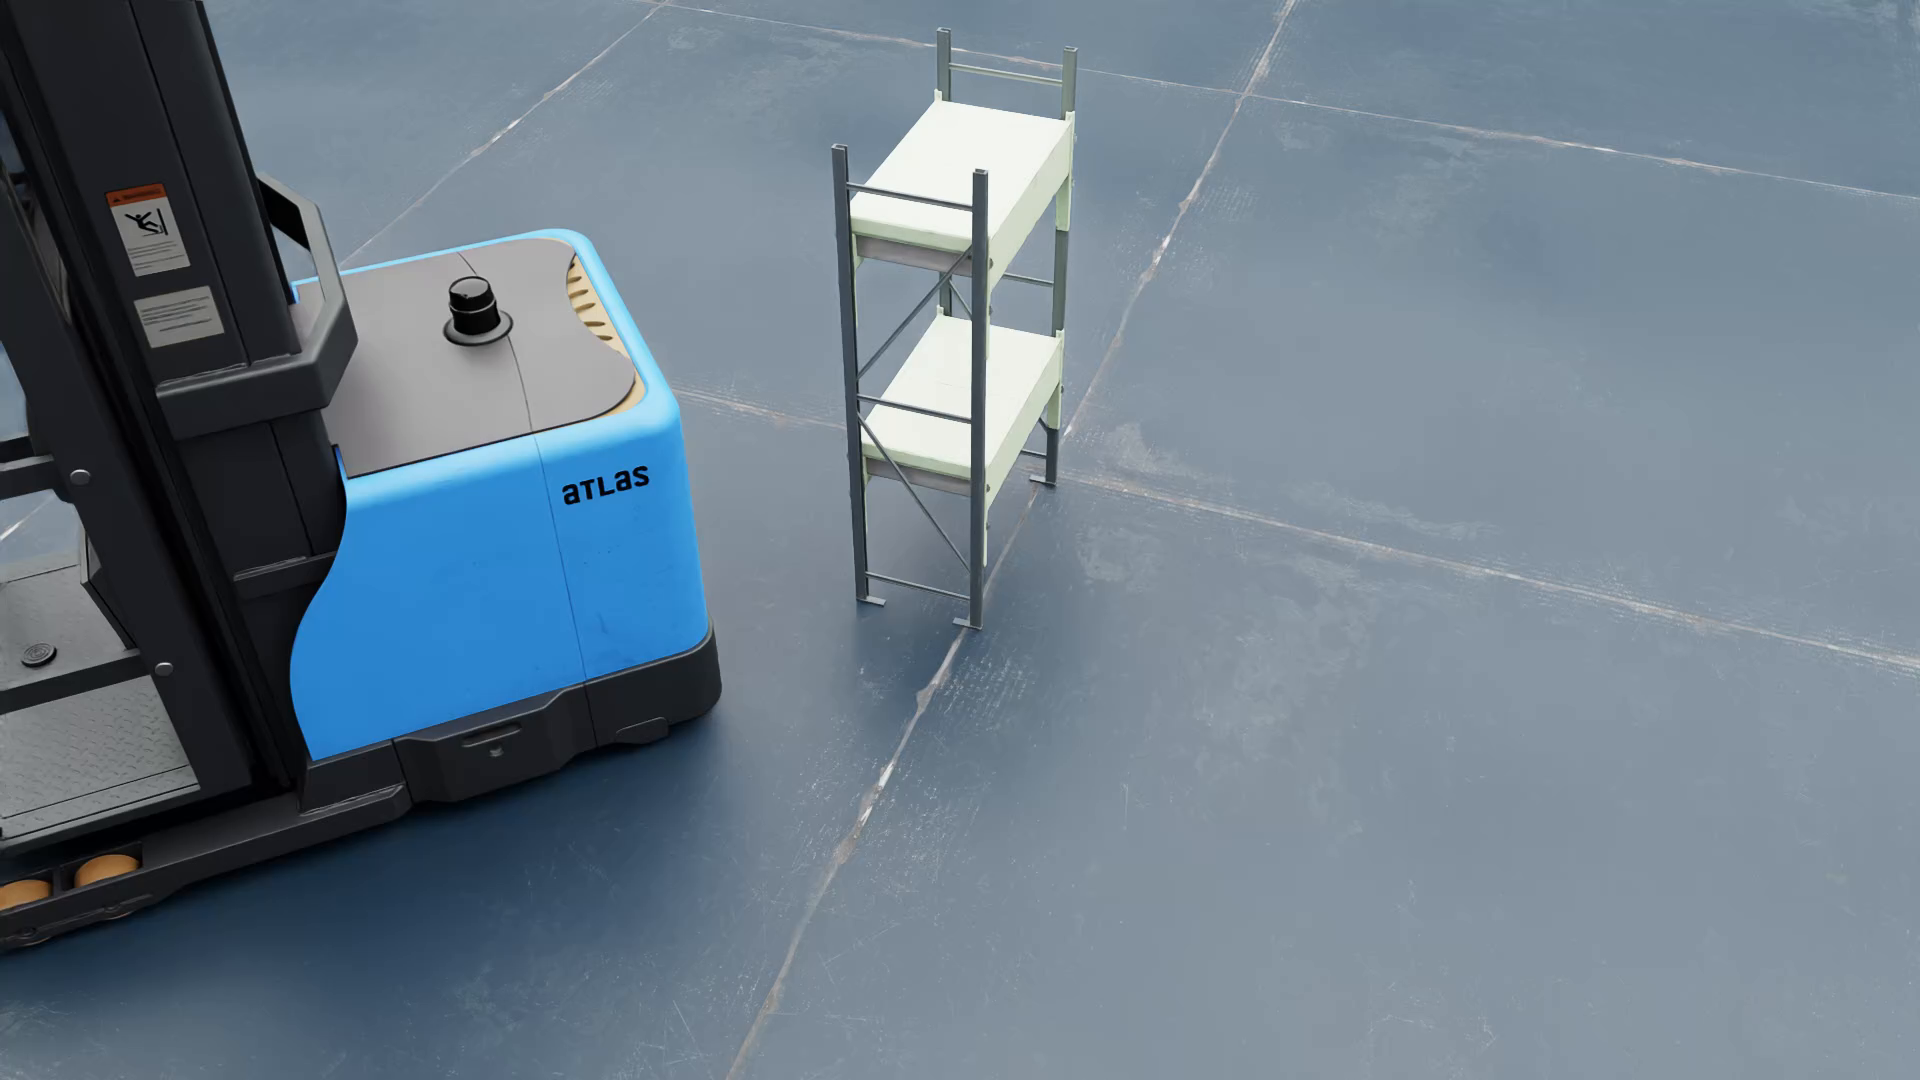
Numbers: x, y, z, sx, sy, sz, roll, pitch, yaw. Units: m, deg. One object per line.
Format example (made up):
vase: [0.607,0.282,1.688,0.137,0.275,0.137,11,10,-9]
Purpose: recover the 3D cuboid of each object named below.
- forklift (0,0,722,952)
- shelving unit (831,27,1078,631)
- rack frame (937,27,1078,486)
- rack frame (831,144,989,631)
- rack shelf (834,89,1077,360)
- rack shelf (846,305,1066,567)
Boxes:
forklift: [-2.228,-0.512,3.592,3.031,2.935,1.130,-16,43,-18]
shelving unit: [0.002,-0.575,4.768,0.431,1.500,0.755,13,42,15]
rack frame: [0.127,-0.798,5.030,0.400,1.500,0.023,13,42,15]
rack frame: [-0.123,-0.351,4.506,0.400,1.500,0.023,13,42,15]
rack shelf: [0.002,-0.872,4.515,0.431,0.370,0.720,13,42,15]
rack shelf: [0.002,-0.327,4.980,0.431,0.370,0.720,13,42,15]
